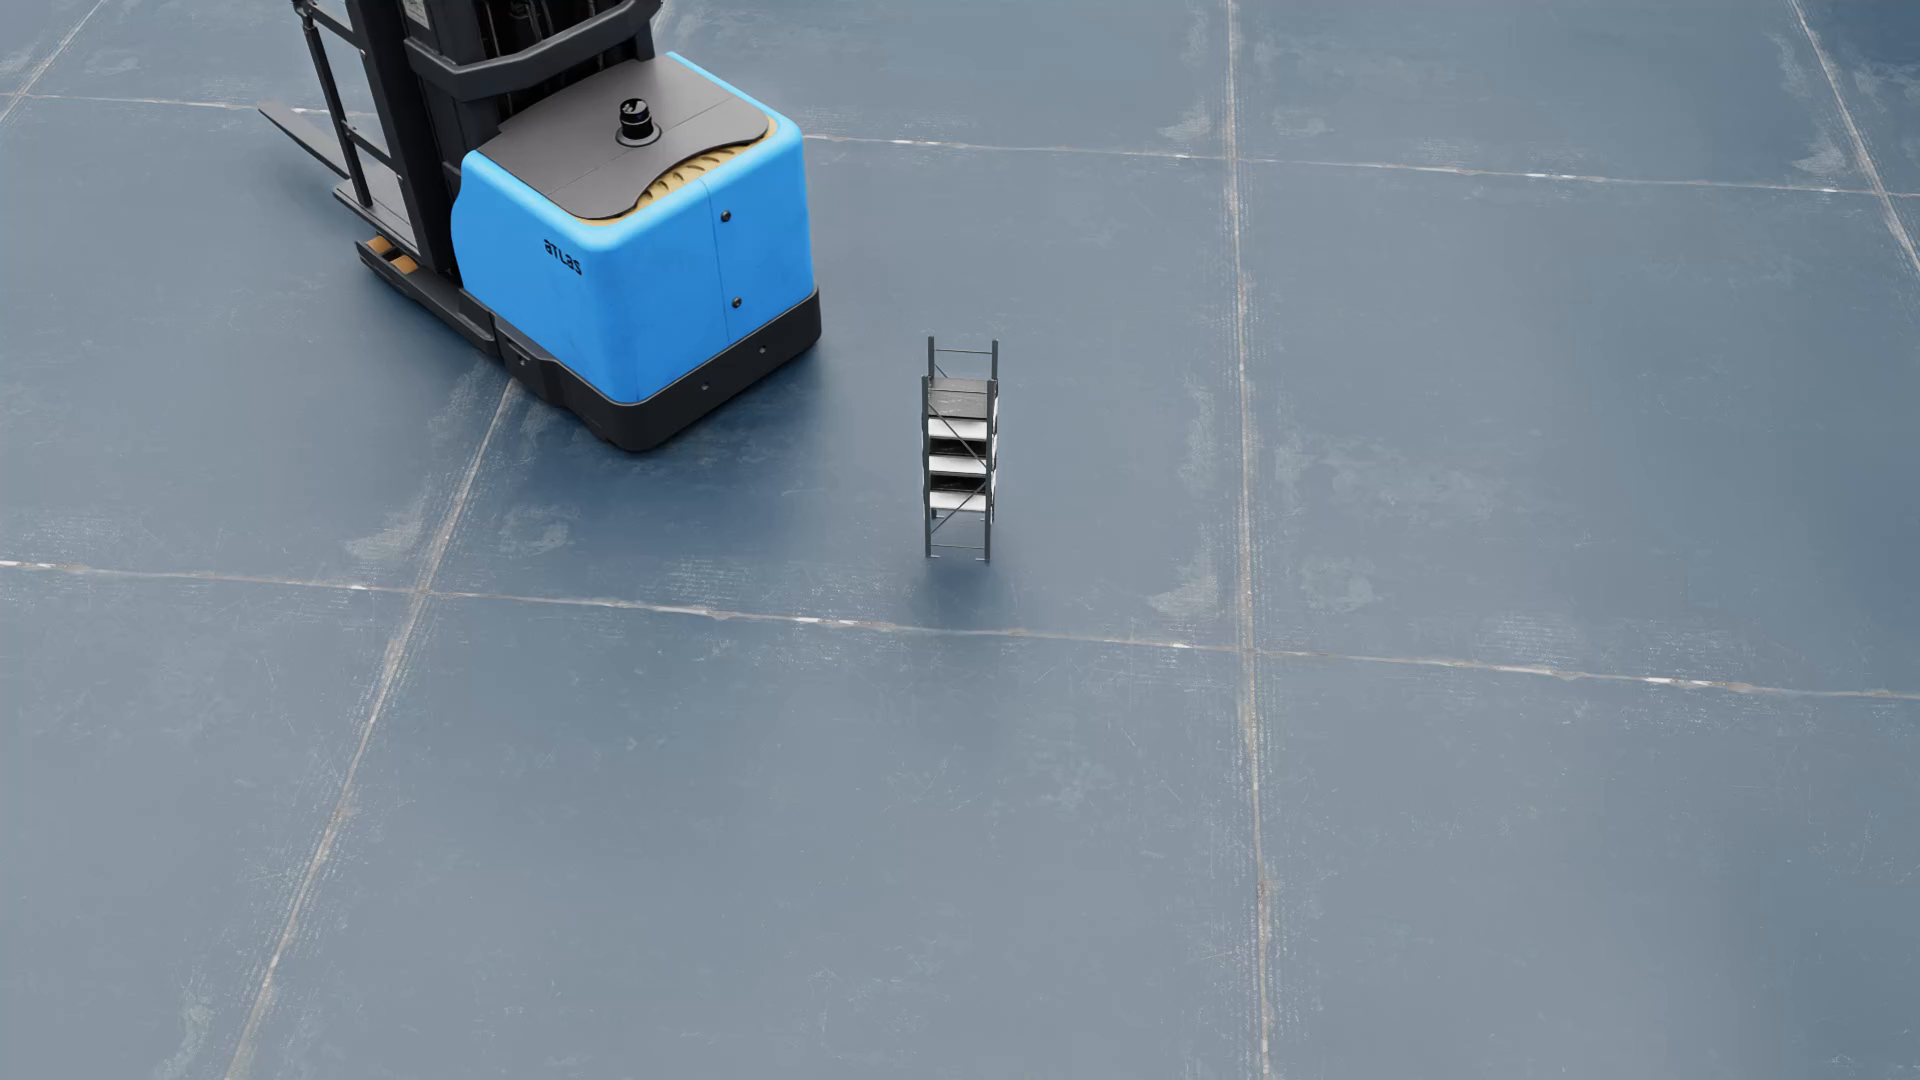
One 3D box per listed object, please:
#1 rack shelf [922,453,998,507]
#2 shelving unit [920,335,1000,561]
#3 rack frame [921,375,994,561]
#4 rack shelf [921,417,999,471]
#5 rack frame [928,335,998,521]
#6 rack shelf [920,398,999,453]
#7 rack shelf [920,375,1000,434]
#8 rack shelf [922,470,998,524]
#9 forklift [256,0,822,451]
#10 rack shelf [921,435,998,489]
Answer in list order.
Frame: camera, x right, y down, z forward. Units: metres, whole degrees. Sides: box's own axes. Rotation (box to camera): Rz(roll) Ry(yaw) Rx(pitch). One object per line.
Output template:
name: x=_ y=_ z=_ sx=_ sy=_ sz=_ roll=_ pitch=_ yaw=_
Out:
rack shelf: x=0.001 y=-0.226 z=6.014 sx=0.258 sy=0.077 sz=0.200 roll=4 pitch=48 yaw=4
shelving unit: x=0.001 y=-0.310 z=5.923 sx=0.258 sy=0.900 sz=0.210 roll=4 pitch=48 yaw=4
rack frame: x=-0.009 y=-0.235 z=5.855 sx=0.240 sy=0.900 sz=0.006 roll=4 pitch=48 yaw=4
rack shelf: x=0.001 y=-0.348 z=5.882 sx=0.258 sy=0.077 sz=0.200 roll=4 pitch=48 yaw=4
rack frame: x=0.010 y=-0.384 z=5.992 sx=0.240 sy=0.900 sz=0.006 roll=4 pitch=48 yaw=4
rack shelf: x=0.001 y=-0.409 z=5.815 sx=0.258 sy=0.077 sz=0.200 roll=4 pitch=48 yaw=4
rack shelf: x=0.001 y=-0.469 z=5.749 sx=0.258 sy=0.077 sz=0.200 roll=4 pitch=48 yaw=4
rack shelf: x=0.001 y=-0.166 z=6.081 sx=0.258 sy=0.077 sz=0.200 roll=4 pitch=48 yaw=4
forklift: x=-1.991 y=-2.305 z=6.372 sx=3.031 sy=2.935 sz=1.130 roll=35 pitch=57 yaw=28
rack shelf: x=0.001 y=-0.287 z=5.948 sx=0.258 sy=0.077 sz=0.200 roll=4 pitch=48 yaw=4
